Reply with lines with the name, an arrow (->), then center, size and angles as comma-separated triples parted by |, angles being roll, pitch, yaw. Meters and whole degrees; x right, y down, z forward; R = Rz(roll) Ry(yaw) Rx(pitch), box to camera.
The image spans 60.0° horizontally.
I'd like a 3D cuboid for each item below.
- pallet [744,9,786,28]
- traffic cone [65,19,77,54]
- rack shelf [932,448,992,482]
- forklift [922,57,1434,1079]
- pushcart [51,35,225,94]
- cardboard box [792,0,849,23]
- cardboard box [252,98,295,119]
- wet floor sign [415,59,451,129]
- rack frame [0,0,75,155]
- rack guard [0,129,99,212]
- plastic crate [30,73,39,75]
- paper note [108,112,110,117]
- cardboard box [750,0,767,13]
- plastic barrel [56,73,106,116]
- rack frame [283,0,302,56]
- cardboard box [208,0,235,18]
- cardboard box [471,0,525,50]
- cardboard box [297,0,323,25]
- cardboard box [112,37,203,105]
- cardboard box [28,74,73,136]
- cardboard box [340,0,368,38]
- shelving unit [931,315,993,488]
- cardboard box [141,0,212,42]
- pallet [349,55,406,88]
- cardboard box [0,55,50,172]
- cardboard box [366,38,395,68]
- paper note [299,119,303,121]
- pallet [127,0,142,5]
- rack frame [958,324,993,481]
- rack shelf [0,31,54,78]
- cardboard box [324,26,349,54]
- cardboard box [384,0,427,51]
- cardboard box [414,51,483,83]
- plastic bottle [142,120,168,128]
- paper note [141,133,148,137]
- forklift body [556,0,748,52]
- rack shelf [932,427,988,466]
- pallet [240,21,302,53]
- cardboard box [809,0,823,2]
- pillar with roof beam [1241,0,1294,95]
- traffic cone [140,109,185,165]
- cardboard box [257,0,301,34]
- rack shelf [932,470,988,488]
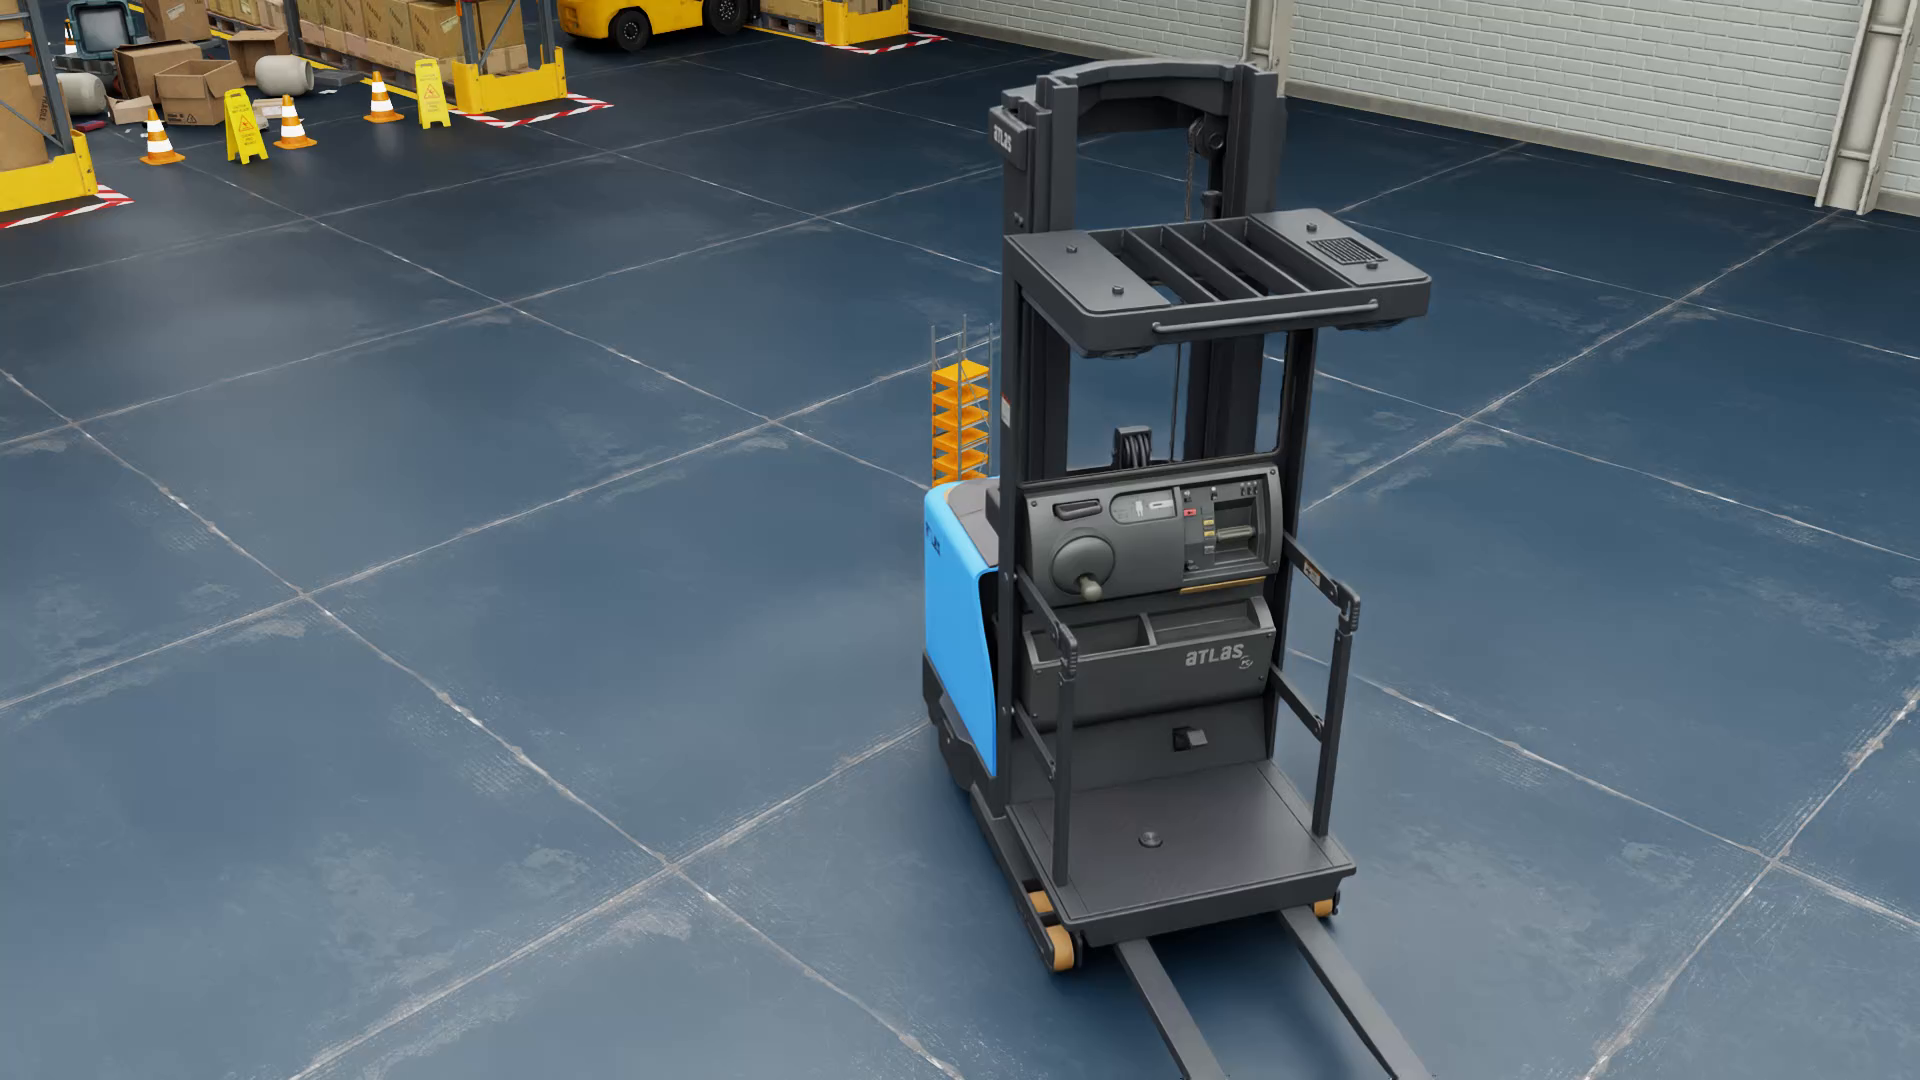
pallet -> -2.608, -6.951, 21.743 | 1.213, 0.211, 1.003 | 25, 36, 38
traffic cone -> -10.271, -5.788, 19.261 | 0.334, 0.463, 0.336 | 25, 36, 38
rack shelf -> 0.010, -0.381, 8.538 | 0.180, 0.103, 0.258 | 25, 36, 38
forklift -> 0.742, 0.018, 5.566 | 1.130, 2.935, 3.031 | -8, 29, -14
pushcart -> -9.060, -5.275, 18.376 | 0.936, 0.377, 1.648 | 12, 30, 22
cardboard box -> -1.724, -6.569, 20.523 | 0.500, 0.250, 0.500 | 25, 37, 39
cardboard box -> -6.995, -4.399, 16.955 | 0.380, 0.149, 0.250 | -7, 29, -14
wet floor sign -> -5.259, -4.444, 16.509 | 0.267, 0.644, 0.232 | -13, 30, -22
rack frame -> -8.043, -4.228, 13.567 | 0.127, 3.000, 1.000 | 25, 36, 38
rack guard -> -8.026, -3.113, 14.134 | 0.348, 0.500, 1.175 | 25, 36, 38
plastic crate -> -9.853, -4.692, 17.409 | 0.450, 0.188, 0.662 | -16, 30, -9
paper note -> -8.644, -4.379, 17.054 | 0.172, 0.023, 0.155 | -13, 30, -22
cardboard box -> -2.422, -6.901, 21.154 | 0.500, 0.250, 0.500 | -25, 37, -39
plastic barrel -> -9.011, -4.531, 16.913 | 0.512, 0.421, 0.421 | -3, 28, -5
rack frame -> -7.497, -7.208, 19.236 | 0.127, 3.000, 1.000 | 25, 36, 38
cardboard box -> -8.885, -6.861, 20.948 | 0.950, 0.372, 0.625 | -24, 36, -38
cardboard box -> -5.043, -5.567, 17.811 | 0.500, 0.500, 0.500 | 23, 36, 37
cardboard box -> -7.265, -6.227, 19.067 | 0.500, 0.500, 0.500 | -23, 36, -37
cardboard box -> -8.345, -4.894, 17.370 | 0.503, 0.637, 0.797 | 25, 36, 38
cardboard box -> -9.069, -4.262, 16.315 | 0.500, 0.500, 0.500 | -18, 33, -31
cardboard box -> -6.507, -5.887, 18.420 | 0.500, 0.500, 0.500 | -23, 35, -37
shelving unit -> 0.010, -0.526, 8.462 | 0.189, 1.200, 0.258 | 25, 36, 38
cardboard box -> -8.723, -5.837, 18.499 | 0.500, 0.500, 0.500 | 25, 36, 38
pallet -> -6.119, -5.369, 18.733 | 1.213, 0.211, 1.003 | 25, 36, 38
cardboard box -> -8.573, -3.672, 14.343 | 0.875, 0.875, 0.875 | 25, 37, 39
cardboard box -> -6.151, -5.387, 18.276 | 0.500, 0.250, 0.500 | 23, 35, 37
paper note -> -6.714, -4.237, 16.775 | 0.142, 0.019, 0.148 | 12, 30, 22
pallet -> -10.859, -7.562, 22.904 | 1.213, 0.211, 1.003 | 25, 36, 38
rack frame -> 0.076, -0.496, 8.405 | 0.006, 1.200, 0.240 | 25, 36, 38
rack shelf -> -9.469, -4.562, 14.976 | 4.000, 0.370, 1.077 | 25, 36, 38
cardboard box -> -6.877, -5.725, 18.918 | 0.500, 0.250, 0.500 | -23, 35, -36
cardboard box -> -5.773, -5.548, 17.776 | 0.500, 0.500, 0.500 | -24, 36, -37
cardboard box -> -5.427, -5.054, 17.643 | 0.500, 0.250, 0.500 | 24, 36, 38
plastic bottle -> -8.046, -4.143, 16.564 | 0.283, 0.061, 0.133 | 12, 30, 22
paper note -> -7.941, -3.974, 16.277 | 0.144, 0.017, 0.142 | -13, 30, -22
forklift body -> -3.798, -7.189, 20.112 | 1.214, 2.155, 2.313 | 25, 36, 38
rack shelf -> 0.010, -0.487, 8.482 | 0.180, 0.103, 0.258 | 25, 36, 38
pallet -> -8.053, -6.228, 20.367 | 1.213, 0.211, 1.003 | 25, 36, 38
cardboard box -> -1.734, -6.797, 20.420 | 0.500, 0.250, 0.500 | 24, 36, 38
pillar with roof beam -> 0.228, -7.347, 13.053 | 0.400, 9.000, 9.100 | 25, 36, 38
traffic cone -> -7.426, -3.749, 15.383 | 0.334, 0.463, 0.336 | 25, 36, 38
cardboard box -> -7.873, -6.402, 20.074 | 0.950, 0.372, 0.625 | -25, 37, -39
rack shelf -> 0.010, -0.275, 8.594 | 0.180, 0.103, 0.258 | 25, 36, 38
